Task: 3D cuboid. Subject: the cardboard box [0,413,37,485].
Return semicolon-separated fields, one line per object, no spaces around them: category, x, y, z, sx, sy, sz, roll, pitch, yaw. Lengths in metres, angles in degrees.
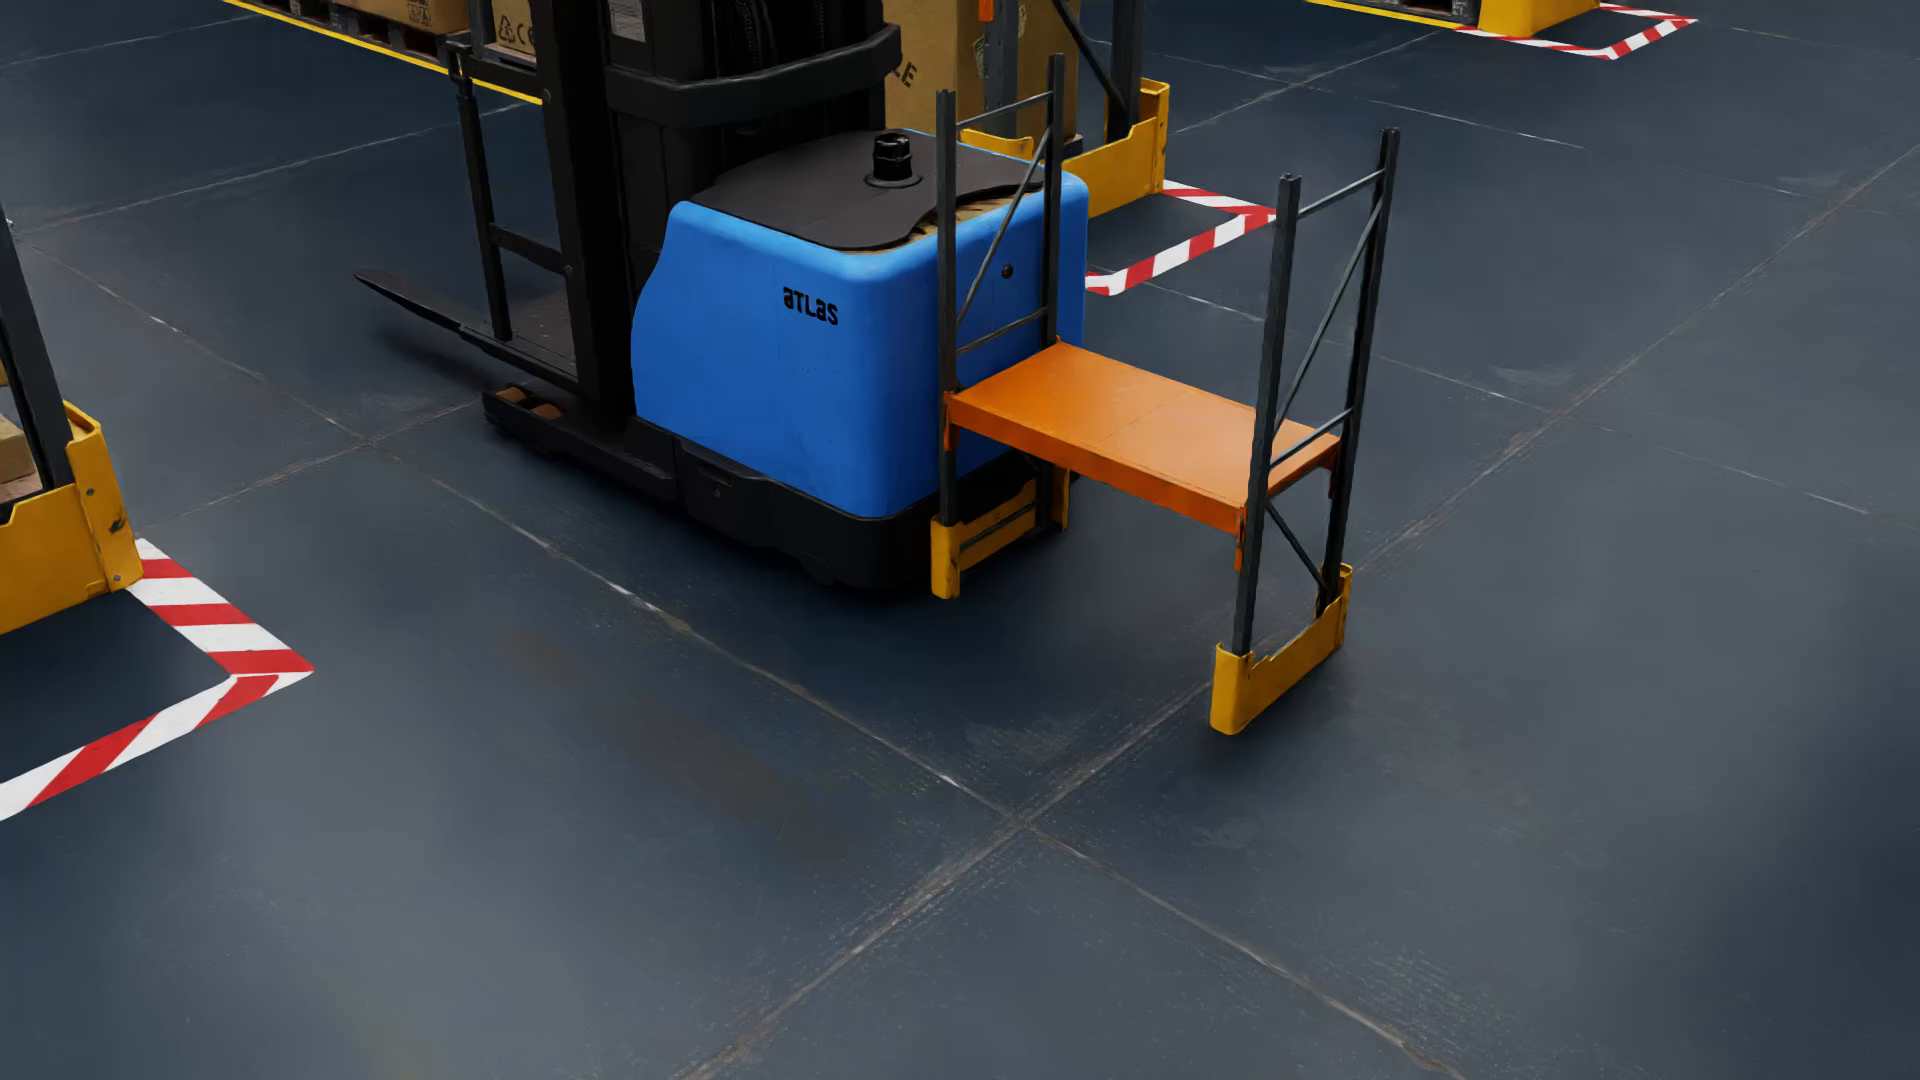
cardboard box;-3.098;-0.245;5.106;0.250;0.149;0.380;26;40;36

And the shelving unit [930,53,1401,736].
shelving unit;0.504;-0.419;4.491;1.083;1.500;0.587;24;39;34

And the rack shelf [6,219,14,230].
rack shelf;-4.407;-1.367;5.310;4.000;0.370;1.077;25;39;35

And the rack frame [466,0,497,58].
rack frame;-2.487;-4.229;9.367;0.127;3.000;1.000;25;39;35

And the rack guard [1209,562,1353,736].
rack guard;0.880;0.286;4.533;0.087;0.250;0.587;24;39;34

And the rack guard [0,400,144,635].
rack guard;-2.981;0.062;4.663;0.348;0.500;1.175;25;39;35

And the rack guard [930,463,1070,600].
rack guard;0.129;-0.052;5.094;0.087;0.250;0.587;24;39;34

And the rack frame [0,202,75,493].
rack frame;-2.925;-0.983;3.975;0.127;3.000;1.000;25;39;35

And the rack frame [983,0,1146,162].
rack frame;0.479;-2.845;7.067;0.127;3.000;1.000;25;39;35

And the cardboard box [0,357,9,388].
cardboard box;-3.085;-0.508;4.965;0.250;0.149;0.380;23;38;33

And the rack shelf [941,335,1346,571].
rack shelf;0.497;-0.267;4.589;1.000;0.185;0.538;24;39;34

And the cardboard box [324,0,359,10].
cardboard box;-3.638;-4.022;10.675;0.875;0.875;1.225;24;38;34

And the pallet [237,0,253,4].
pallet;-4.919;-4.117;11.884;1.213;0.211;1.003;25;39;35

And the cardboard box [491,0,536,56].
cardboard box;-2.051;-3.240;9.376;0.875;0.875;0.875;25;39;35

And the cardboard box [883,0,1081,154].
cardboard box;-0.050;-2.305;7.824;0.875;0.875;0.875;25;39;35

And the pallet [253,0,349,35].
pallet;-4.019;-3.695;11.183;1.213;0.211;1.003;25;39;35

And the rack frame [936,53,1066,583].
rack frame;0.114;-0.594;4.782;0.032;1.500;0.500;24;39;34

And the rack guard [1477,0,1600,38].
rack guard;3.829;-3.664;10.852;0.348;0.500;1.175;25;39;35

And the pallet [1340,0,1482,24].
pallet;3.217;-3.844;11.431;1.213;0.211;1.003;25;39;35

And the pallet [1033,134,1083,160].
pallet;-0.167;-1.897;8.196;1.213;0.211;1.003;25;39;35

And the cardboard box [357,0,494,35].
cardboard box;-2.975;-3.713;10.162;0.875;0.875;1.225;25;39;35

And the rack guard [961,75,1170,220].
rack guard;0.496;-1.766;7.698;0.348;0.500;1.175;25;39;35

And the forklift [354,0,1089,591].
forklift;-1.038;-1.738;5.296;3.031;2.935;1.130;24;39;34

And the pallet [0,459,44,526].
pallet;-3.560;-0.109;5.227;1.213;0.211;1.003;25;39;35

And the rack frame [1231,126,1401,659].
rack frame;0.881;-0.249;4.210;0.032;1.500;0.500;24;39;34

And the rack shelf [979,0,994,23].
rack shelf;-1.004;-3.229;8.402;4.000;0.370;1.077;25;39;35

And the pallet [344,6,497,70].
pallet;-3.110;-3.273;10.482;1.213;0.211;1.003;25;39;35

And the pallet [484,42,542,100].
pallet;-1.976;-2.741;9.599;1.213;0.211;1.003;25;39;35
